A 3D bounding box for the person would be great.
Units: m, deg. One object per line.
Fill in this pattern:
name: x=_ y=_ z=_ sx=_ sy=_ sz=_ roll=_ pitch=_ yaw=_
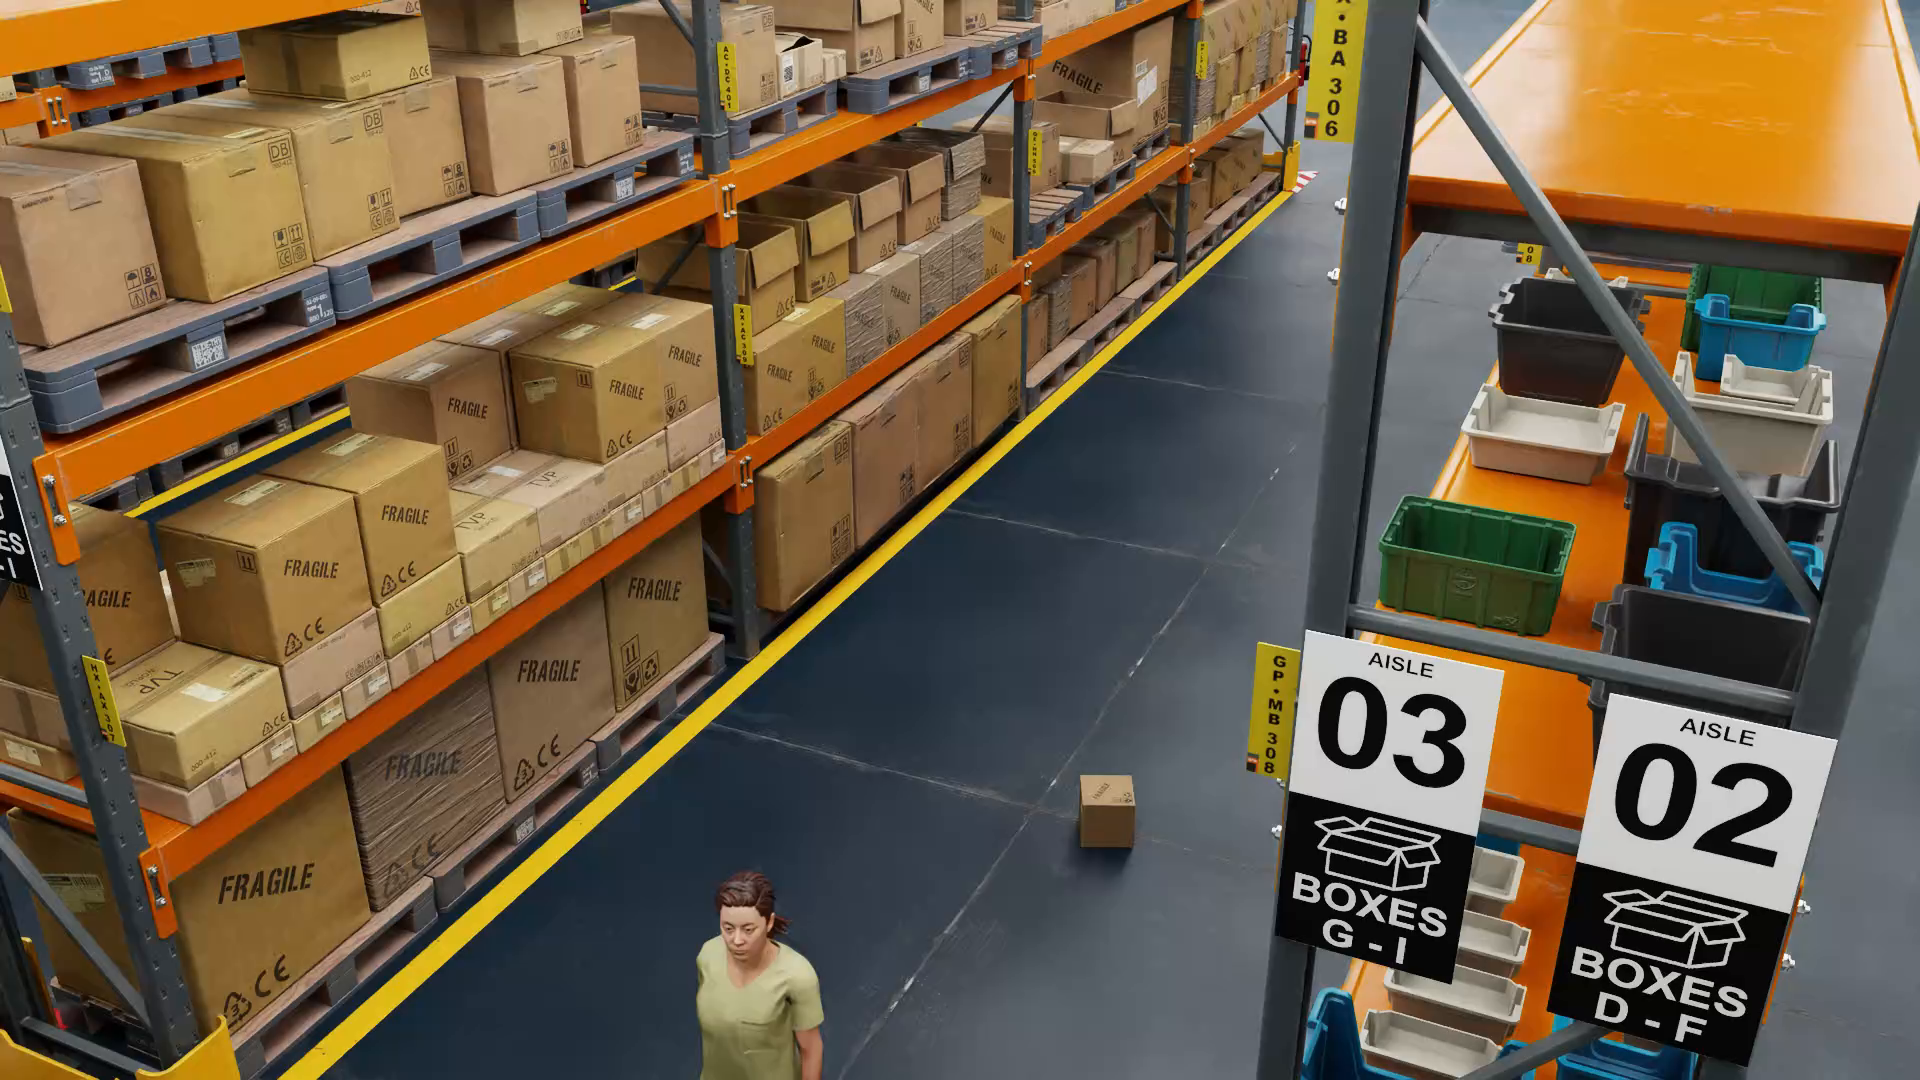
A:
person: x=-0.680 y=1.859 z=5.377 sx=0.478 sy=1.714 sz=0.674 roll=8 pitch=27 yaw=15
